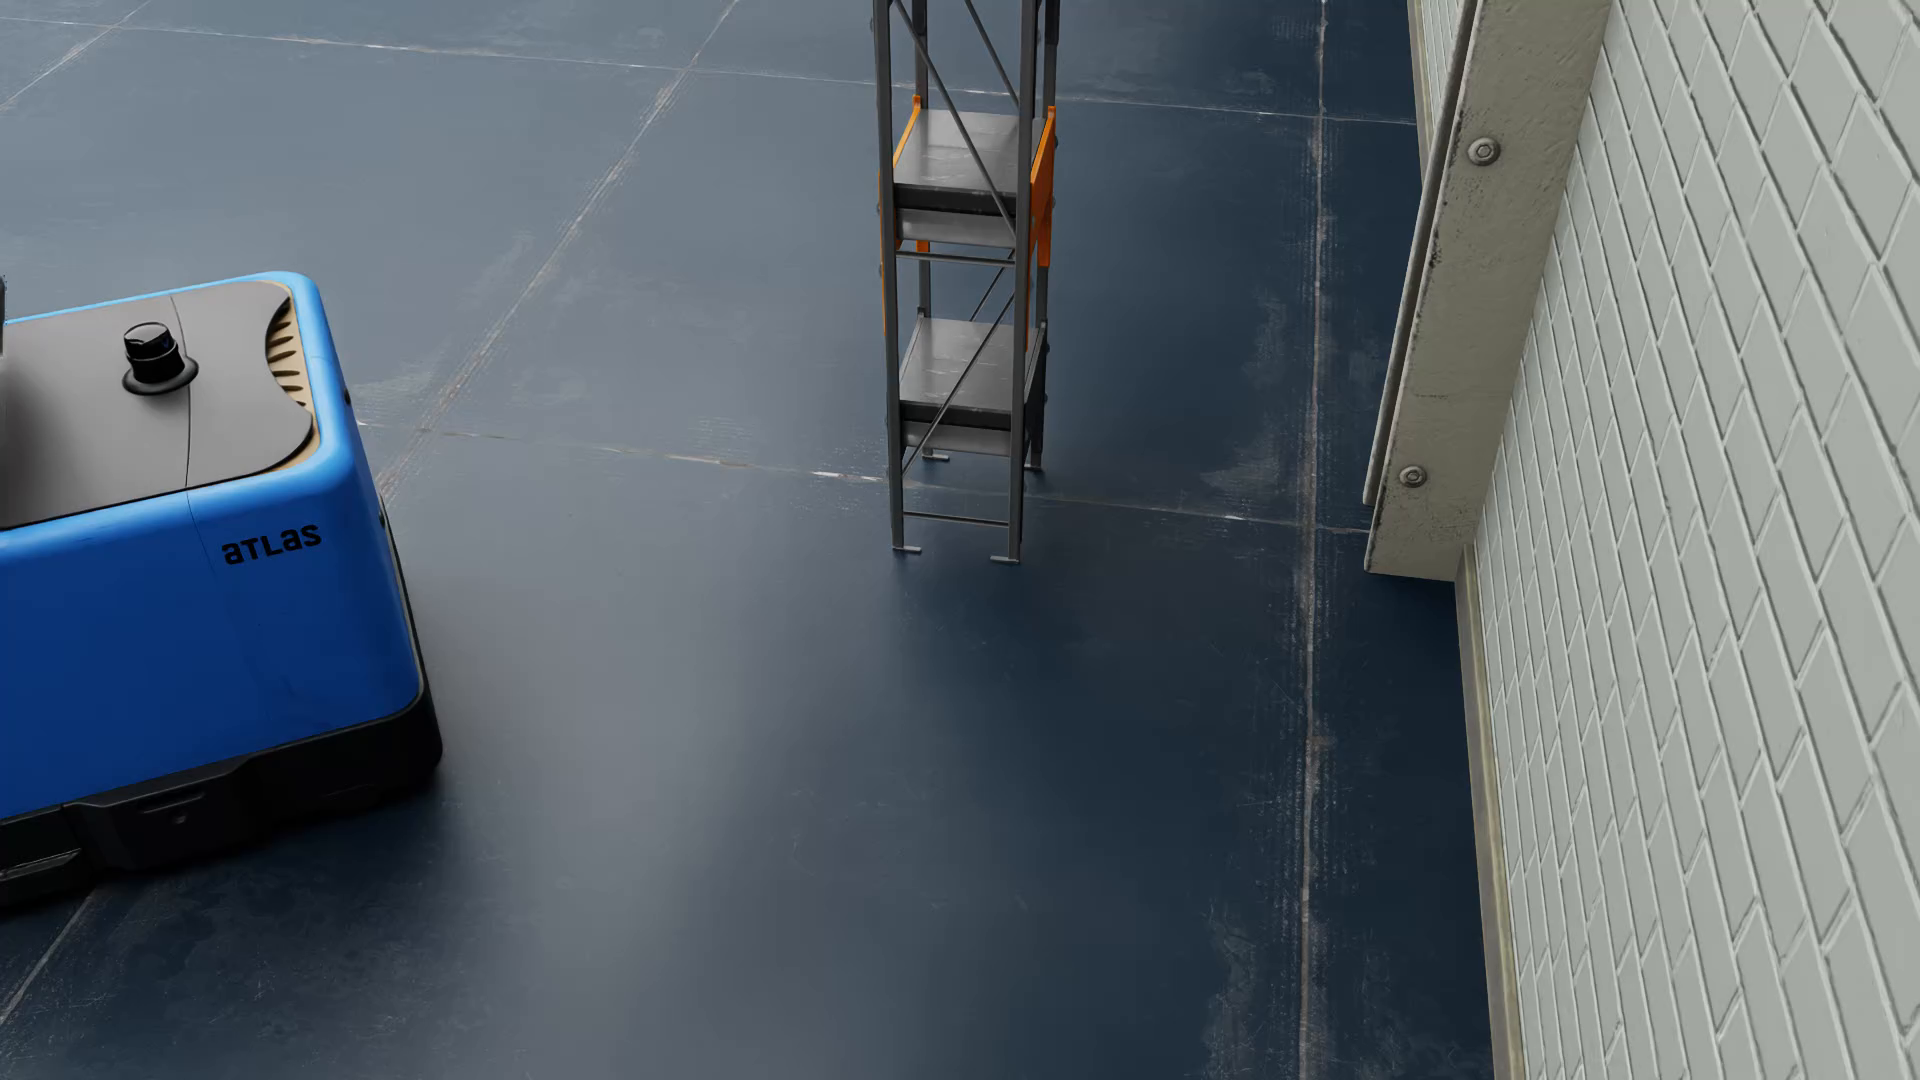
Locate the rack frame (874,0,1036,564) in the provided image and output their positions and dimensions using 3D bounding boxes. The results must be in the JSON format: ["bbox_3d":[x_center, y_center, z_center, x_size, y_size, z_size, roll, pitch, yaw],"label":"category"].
[{"bbox_3d":[-0.014,-0.760,4.521,0.400,2.100,0.015,6,40,8],"label":"rack frame"}]

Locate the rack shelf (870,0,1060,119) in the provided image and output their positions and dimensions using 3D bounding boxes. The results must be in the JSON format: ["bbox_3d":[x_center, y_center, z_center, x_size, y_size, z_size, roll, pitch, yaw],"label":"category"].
[{"bbox_3d":[0.029,-1.442,4.269,0.431,0.518,0.480,6,40,8],"label":"rack shelf"}]

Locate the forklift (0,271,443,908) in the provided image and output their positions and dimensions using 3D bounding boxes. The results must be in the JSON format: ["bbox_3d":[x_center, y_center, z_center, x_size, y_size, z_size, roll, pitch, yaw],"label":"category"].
[{"bbox_3d":[-2.951,-0.402,3.436,3.031,2.935,1.130,-15,42,-17],"label":"forklift"}]

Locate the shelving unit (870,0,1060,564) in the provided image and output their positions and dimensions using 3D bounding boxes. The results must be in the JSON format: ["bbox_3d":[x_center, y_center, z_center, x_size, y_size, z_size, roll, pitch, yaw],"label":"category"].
[{"bbox_3d":[0.029,-0.913,4.707,0.431,2.100,0.503,6,40,8],"label":"shelving unit"}]

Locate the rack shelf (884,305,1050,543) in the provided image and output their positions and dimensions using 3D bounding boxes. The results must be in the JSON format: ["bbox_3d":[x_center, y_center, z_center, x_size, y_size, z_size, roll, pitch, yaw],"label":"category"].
[{"bbox_3d":[0.029,-0.363,5.161,0.431,0.518,0.480,6,40,8],"label":"rack shelf"}]

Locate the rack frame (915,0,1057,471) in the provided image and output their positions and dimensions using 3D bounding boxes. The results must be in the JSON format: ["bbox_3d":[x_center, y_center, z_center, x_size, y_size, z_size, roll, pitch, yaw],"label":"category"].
[{"bbox_3d":[0.071,-1.066,4.892,0.400,2.100,0.015,6,40,8],"label":"rack frame"}]

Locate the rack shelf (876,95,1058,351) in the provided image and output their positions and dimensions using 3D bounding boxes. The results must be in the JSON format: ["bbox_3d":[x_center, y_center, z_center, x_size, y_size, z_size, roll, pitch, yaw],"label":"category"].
[{"bbox_3d":[0.029,-0.903,4.715,0.431,0.518,0.480,6,40,8],"label":"rack shelf"}]

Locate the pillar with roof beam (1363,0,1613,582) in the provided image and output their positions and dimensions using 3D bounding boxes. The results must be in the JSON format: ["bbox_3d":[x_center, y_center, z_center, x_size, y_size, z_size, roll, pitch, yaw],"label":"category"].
[{"bbox_3d":[-2.805,-3.953,2.969,9.100,9.000,0.400,6,40,8],"label":"pillar with roof beam"}]
